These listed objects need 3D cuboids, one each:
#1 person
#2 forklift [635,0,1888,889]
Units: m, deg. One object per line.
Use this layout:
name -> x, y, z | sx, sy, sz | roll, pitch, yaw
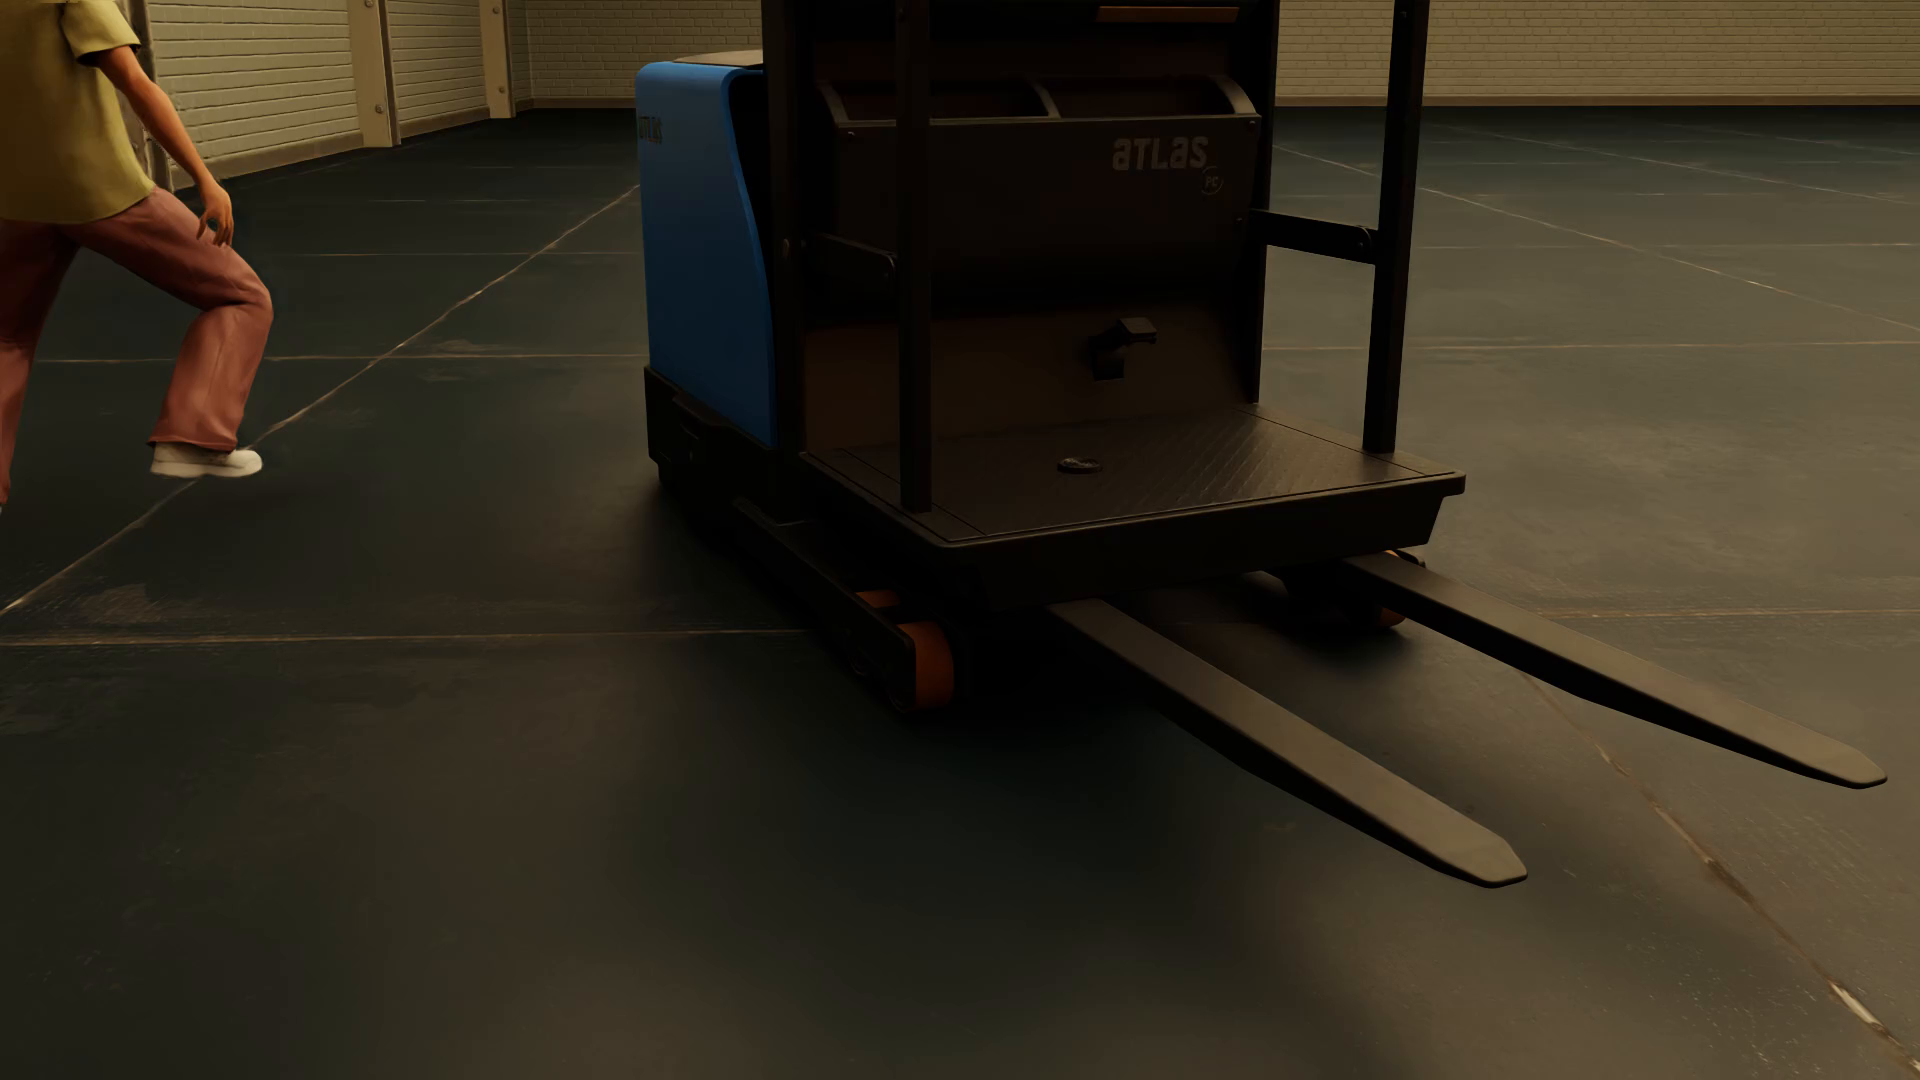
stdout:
person -> -2.100, -0.813, 3.936 | 0.848, 1.571, 0.571 | 3, 17, 9
forklift -> 0.258, -1.240, 2.962 | 1.130, 2.935, 3.031 | -8, 19, -24
